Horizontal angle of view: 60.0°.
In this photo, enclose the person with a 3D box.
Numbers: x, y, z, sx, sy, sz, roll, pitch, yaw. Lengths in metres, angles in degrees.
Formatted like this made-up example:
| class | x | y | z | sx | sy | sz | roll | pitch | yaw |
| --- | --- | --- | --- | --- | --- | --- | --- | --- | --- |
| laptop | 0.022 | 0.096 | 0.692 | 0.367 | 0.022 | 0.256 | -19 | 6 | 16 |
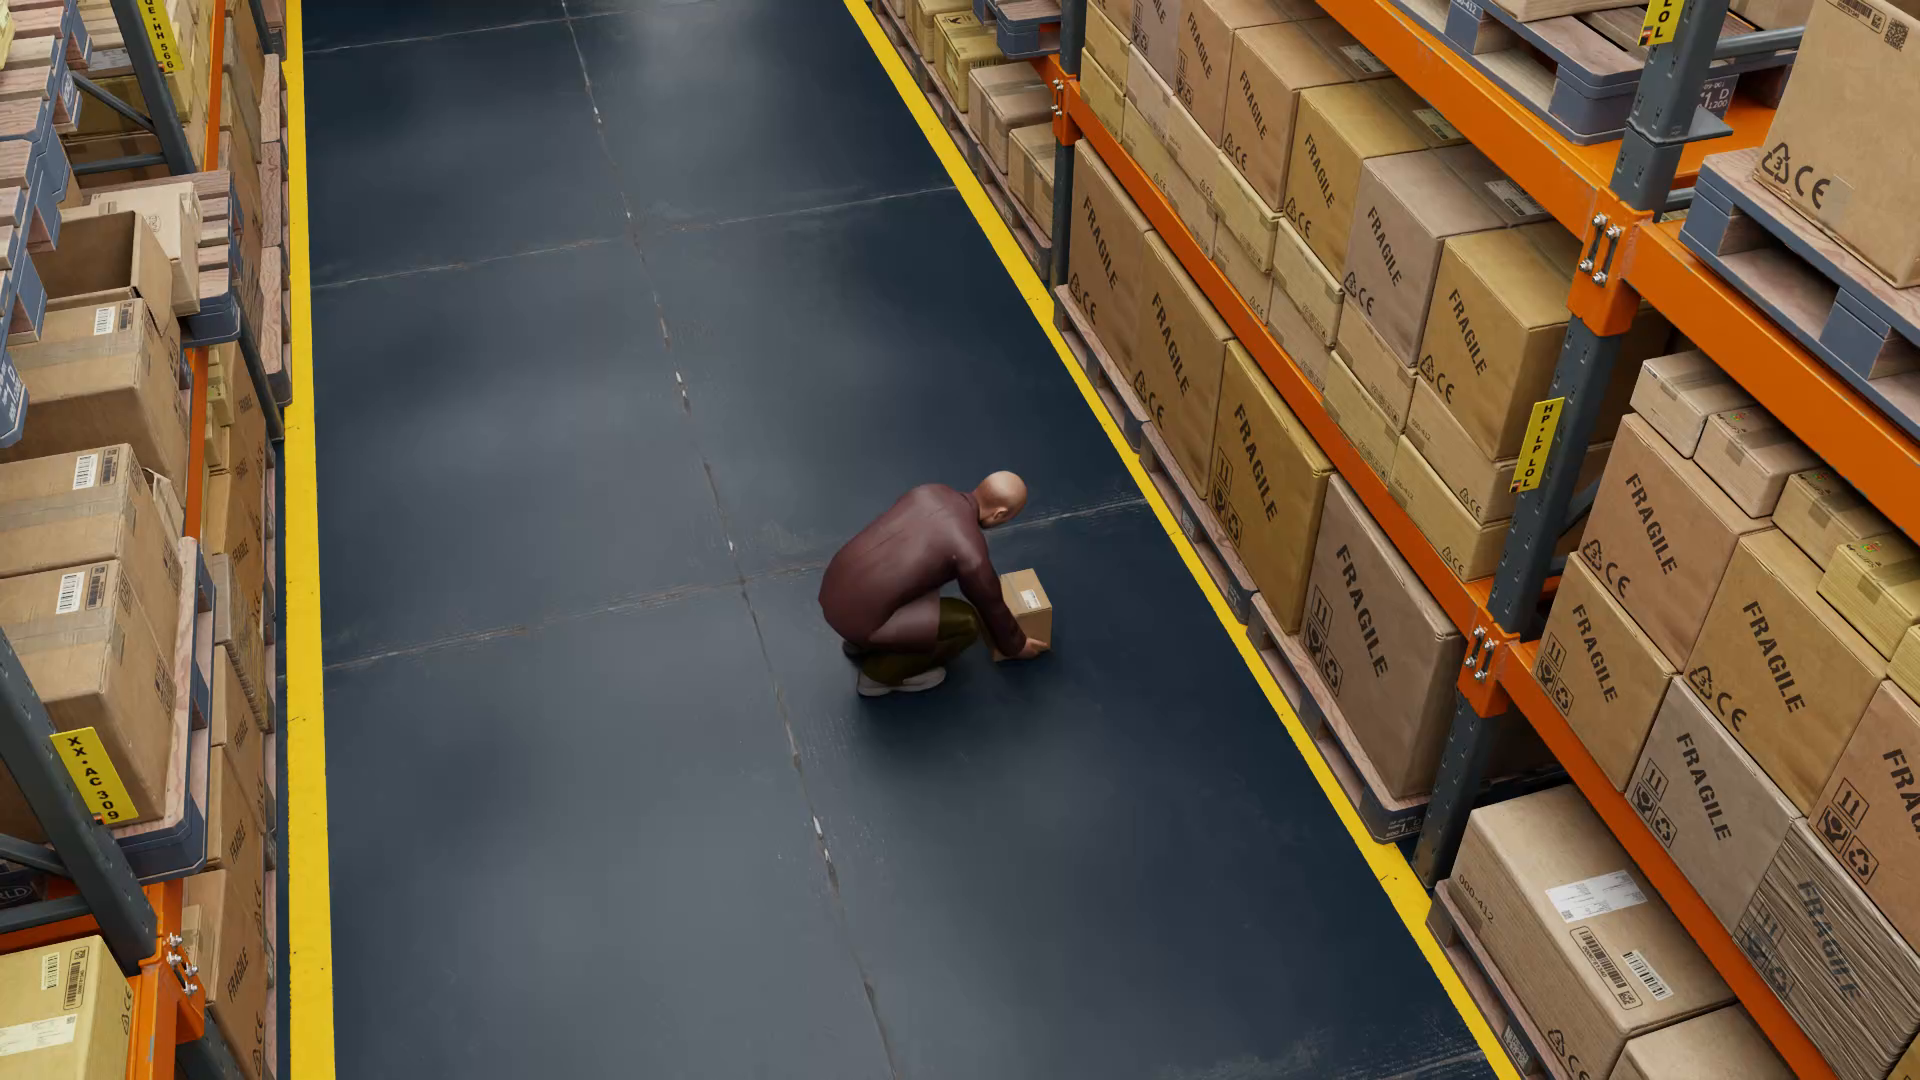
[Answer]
| class | x | y | z | sx | sy | sz | roll | pitch | yaw |
| --- | --- | --- | --- | --- | --- | --- | --- | --- | --- |
| person | -0.121 | 0.179 | 6.710 | 0.911 | 0.887 | 0.587 | -12 | 43 | -13 |
